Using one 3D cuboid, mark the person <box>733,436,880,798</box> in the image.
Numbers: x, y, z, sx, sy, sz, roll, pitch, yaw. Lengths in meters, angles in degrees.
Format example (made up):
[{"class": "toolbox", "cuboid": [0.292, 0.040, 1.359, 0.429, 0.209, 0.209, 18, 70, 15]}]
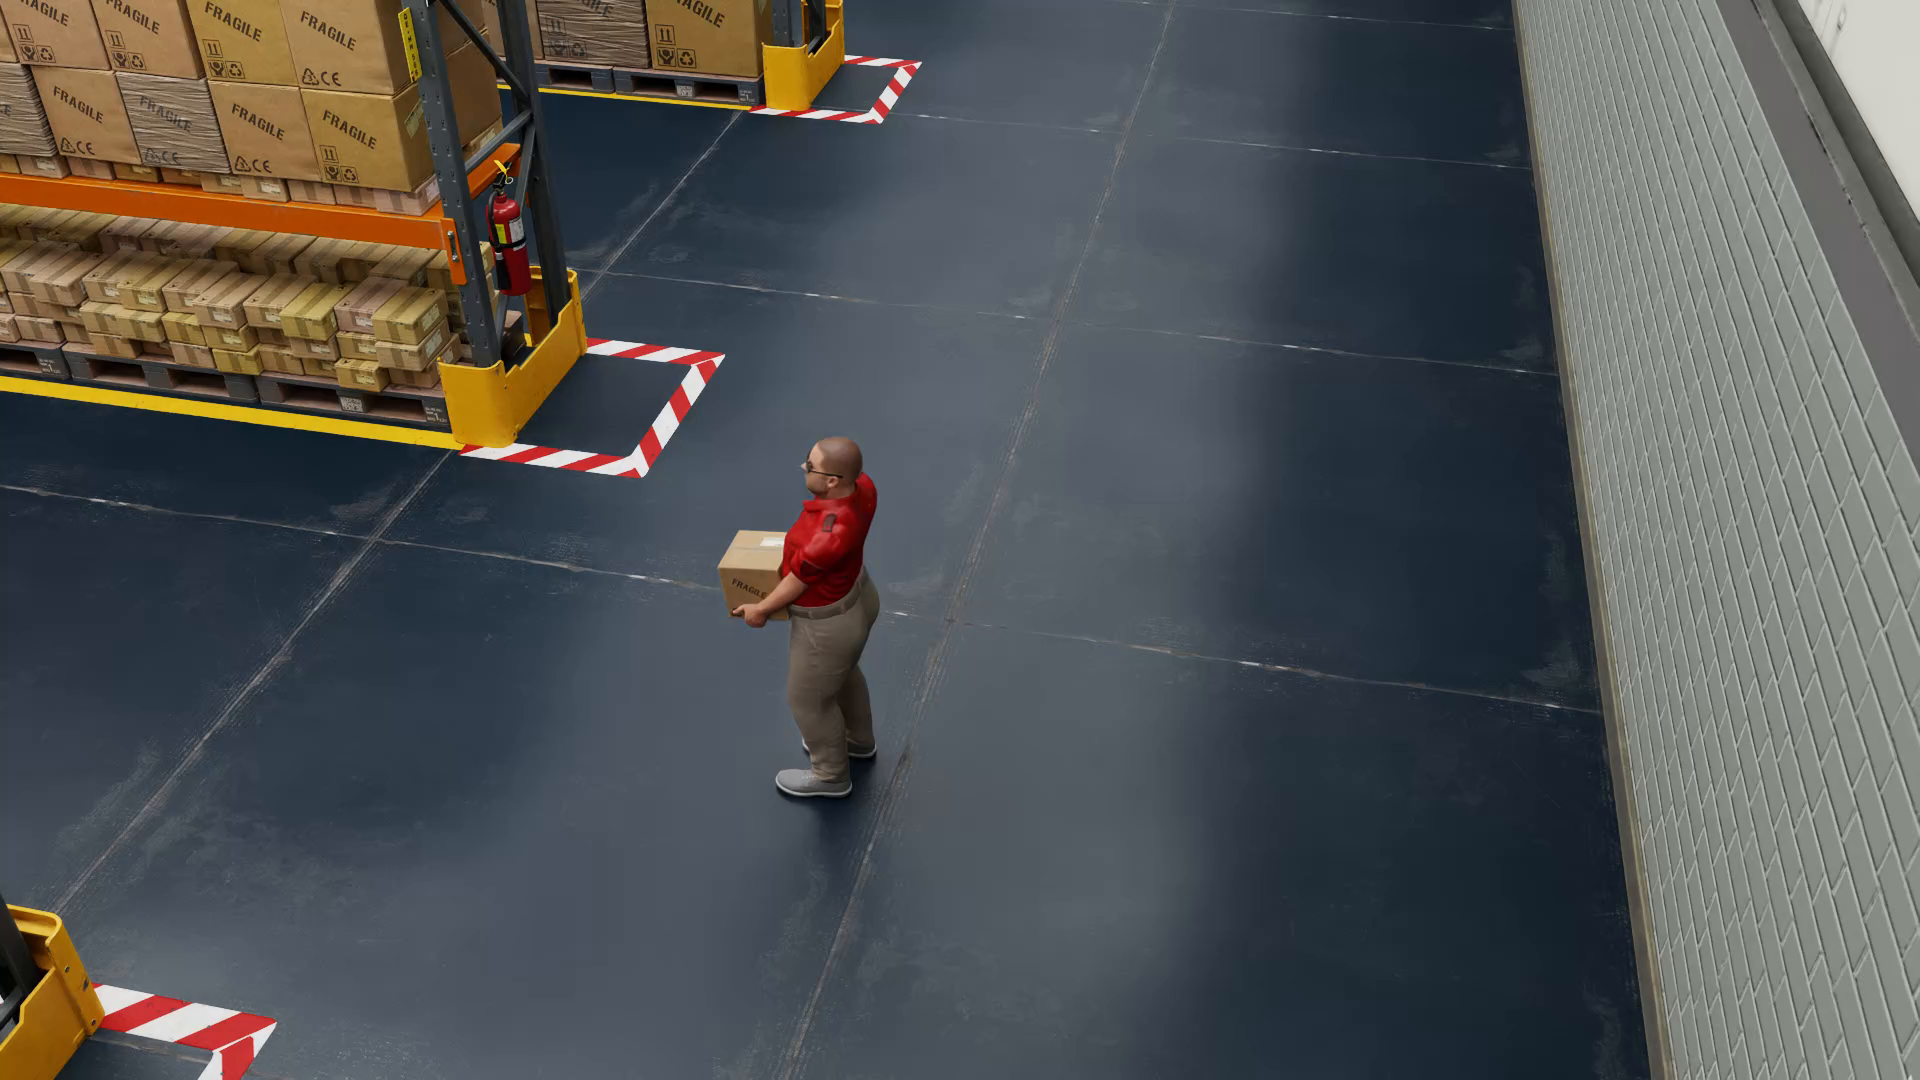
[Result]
[{"class": "person", "cuboid": [-0.604, 0.299, 6.585, 0.530, 1.714, 0.494, 8, 37, 11]}]
